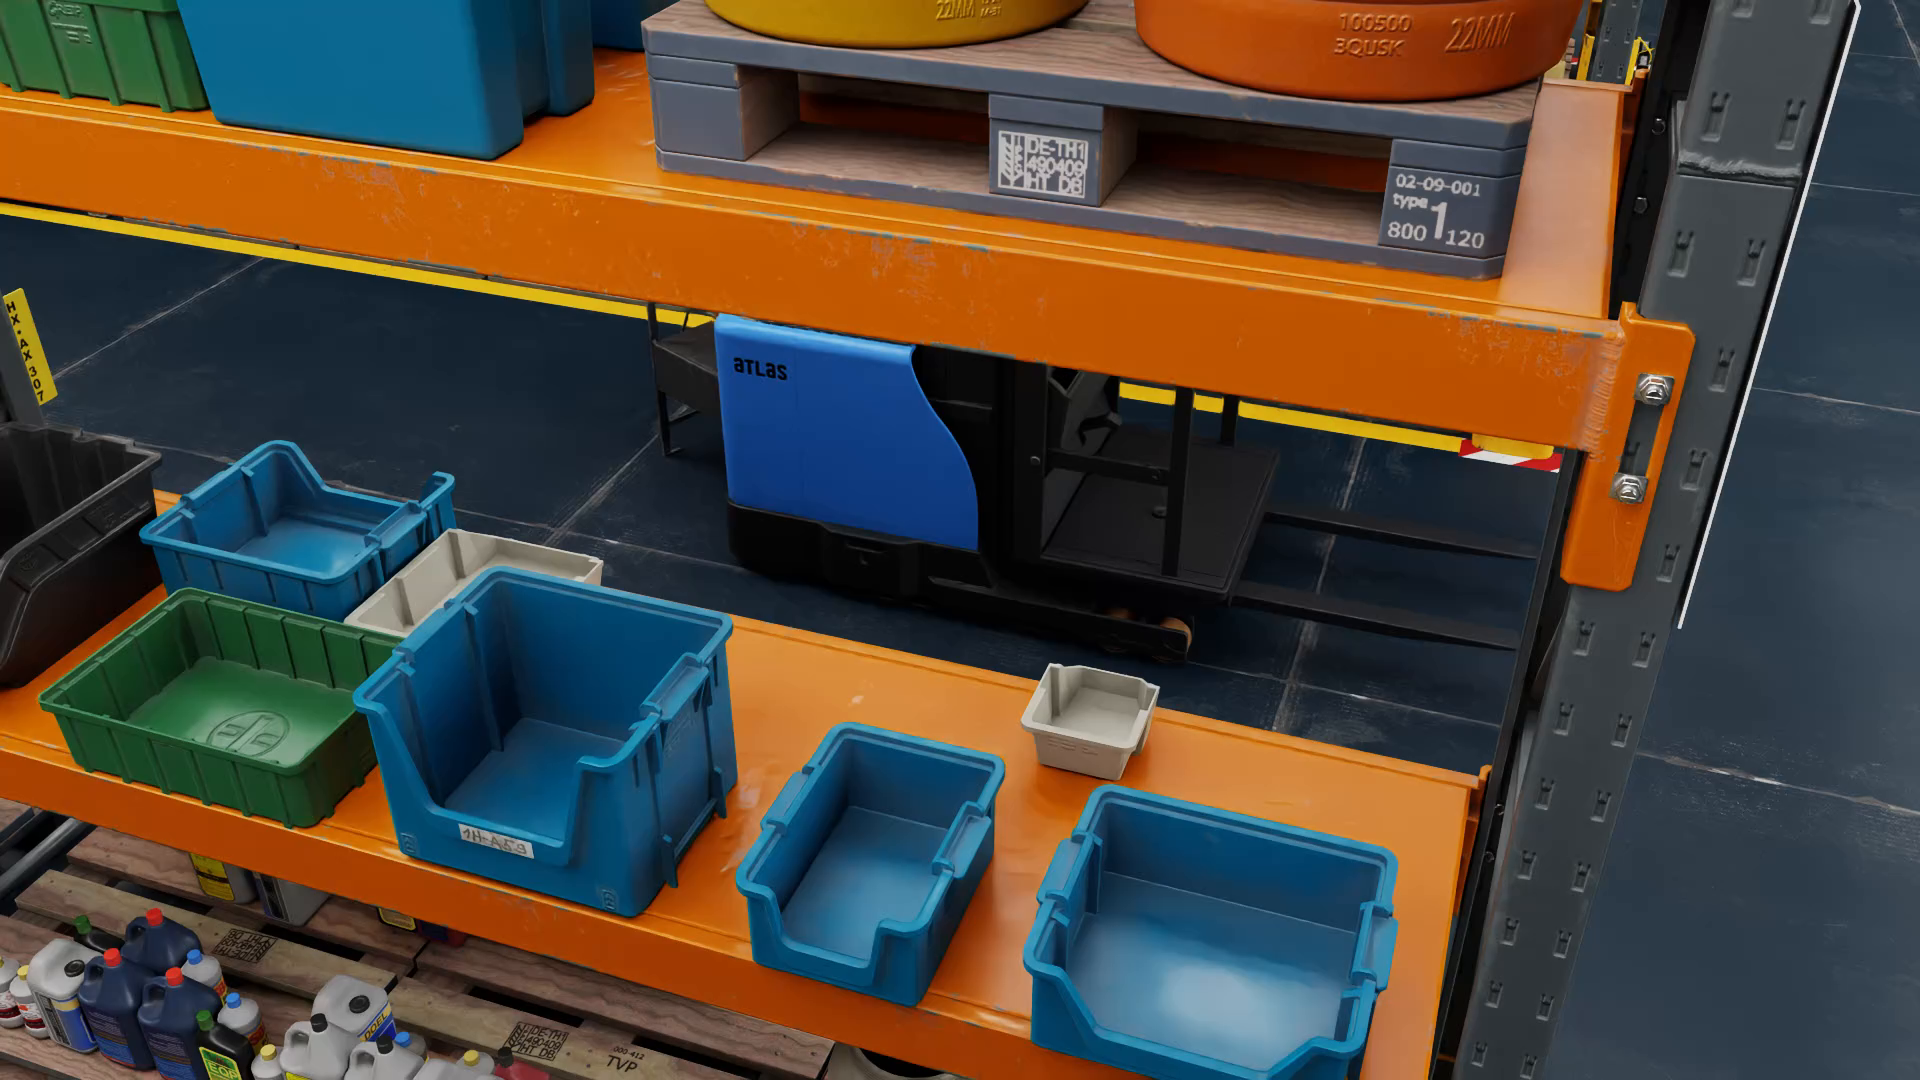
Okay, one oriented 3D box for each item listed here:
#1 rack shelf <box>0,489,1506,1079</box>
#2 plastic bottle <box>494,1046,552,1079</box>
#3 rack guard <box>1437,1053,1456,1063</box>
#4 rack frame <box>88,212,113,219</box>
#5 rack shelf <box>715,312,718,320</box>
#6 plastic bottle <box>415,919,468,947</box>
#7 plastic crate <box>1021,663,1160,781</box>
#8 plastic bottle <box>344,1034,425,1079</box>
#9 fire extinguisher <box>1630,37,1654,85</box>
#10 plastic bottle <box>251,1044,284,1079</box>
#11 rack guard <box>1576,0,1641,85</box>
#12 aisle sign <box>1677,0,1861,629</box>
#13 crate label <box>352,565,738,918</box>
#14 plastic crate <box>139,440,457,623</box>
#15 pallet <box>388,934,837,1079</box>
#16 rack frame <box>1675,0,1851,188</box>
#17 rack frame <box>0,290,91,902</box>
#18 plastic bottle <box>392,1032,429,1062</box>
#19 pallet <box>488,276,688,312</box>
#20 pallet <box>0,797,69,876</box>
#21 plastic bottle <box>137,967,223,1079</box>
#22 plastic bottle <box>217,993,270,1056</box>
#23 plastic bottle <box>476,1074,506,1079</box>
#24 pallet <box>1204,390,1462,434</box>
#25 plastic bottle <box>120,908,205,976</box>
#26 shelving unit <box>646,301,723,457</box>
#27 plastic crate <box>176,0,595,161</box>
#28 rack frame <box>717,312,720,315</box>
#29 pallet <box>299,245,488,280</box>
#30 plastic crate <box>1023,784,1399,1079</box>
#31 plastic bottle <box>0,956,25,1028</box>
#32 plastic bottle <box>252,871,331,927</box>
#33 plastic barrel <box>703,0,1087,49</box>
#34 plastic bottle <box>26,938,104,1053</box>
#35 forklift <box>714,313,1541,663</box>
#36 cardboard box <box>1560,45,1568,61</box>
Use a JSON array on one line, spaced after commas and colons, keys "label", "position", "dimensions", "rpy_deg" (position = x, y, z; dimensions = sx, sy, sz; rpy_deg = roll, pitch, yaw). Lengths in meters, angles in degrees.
[{"label": "rack shelf", "position": [-0.859, 0.546, 3.802], "dimensions": [4.000, 0.370, 1.077], "rpy_deg": [11, 34, 16]}, {"label": "plastic bottle", "position": [-1.046, 1.339, 4.009], "dimensions": [0.133, 0.283, 0.061], "rpy_deg": [11, 34, 16]}, {"label": "rack guard", "position": [0.936, 1.670, 3.703], "dimensions": [0.348, 0.500, 1.175], "rpy_deg": [11, 34, 16]}, {"label": "rack frame", "position": [-4.836, -3.383, 9.225], "dimensions": [0.127, 3.000, 1.000], "rpy_deg": [11, 34, 16]}, {"label": "rack shelf", "position": [-0.988, -1.220, 6.729], "dimensions": [0.480, 0.518, 0.431], "rpy_deg": [28, 42, 36]}, {"label": "plastic bottle", "position": [-1.437, 0.985, 4.557], "dimensions": [0.133, 0.283, 0.061], "rpy_deg": [11, 34, 16]}, {"label": "plastic crate", "position": [0.290, 0.392, 3.620], "dimensions": [0.250, 0.136, 0.298], "rpy_deg": [11, 34, 16]}, {"label": "plastic bottle", "position": [-1.369, 1.312, 3.989], "dimensions": [0.185, 0.351, 0.144], "rpy_deg": [12, 35, 18]}, {"label": "fire extinguisher", "position": [2.647, -1.631, 6.581], "dimensions": [0.183, 0.674, 0.296], "rpy_deg": [11, 34, 16]}, {"label": "plastic bottle", "position": [-1.686, 1.326, 4.104], "dimensions": [0.097, 0.201, 0.097], "rpy_deg": [0, 33, 0]}, {"label": "rack guard", "position": [4.486, -3.379, 11.522], "dimensions": [0.348, 0.500, 1.175], "rpy_deg": [11, 34, 16]}, {"label": "aisle sign", "position": [0.991, -0.318, 2.080], "dimensions": [0.004, 0.787, 0.394], "rpy_deg": [11, 34, 16]}, {"label": "crate label", "position": [-0.800, 0.396, 3.338], "dimensions": [0.616, 0.435, 0.502], "rpy_deg": [11, 34, 16]}, {"label": "plastic crate", "position": [-1.608, 0.004, 4.115], "dimensions": [0.616, 0.251, 0.499], "rpy_deg": [11, 34, 16]}, {"label": "pallet", "position": [-0.971, 1.416, 4.363], "dimensions": [1.213, 0.211, 1.003], "rpy_deg": [11, 34, 16]}, {"label": "rack frame", "position": [1.024, -1.911, 1.413], "dimensions": [0.127, 3.000, 1.000], "rpy_deg": [11, 34, 16]}, {"label": "rack frame", "position": [-2.742, -0.122, 4.174], "dimensions": [0.127, 3.000, 1.000], "rpy_deg": [11, 34, 16]}, {"label": "plastic bottle", "position": [-1.370, 1.305, 4.138], "dimensions": [0.097, 0.201, 0.097], "rpy_deg": [0, 33, 0]}, {"label": "pallet", "position": [-1.804, -1.622, 9.067], "dimensions": [1.213, 0.211, 1.003], "rpy_deg": [11, 34, 16]}, {"label": "pallet", "position": [-3.494, 0.925, 5.122], "dimensions": [1.213, 0.211, 1.003], "rpy_deg": [11, 34, 16]}, {"label": "plastic bottle", "position": [-1.944, 1.200, 4.163], "dimensions": [0.185, 0.351, 0.144], "rpy_deg": [10, 34, 14]}, {"label": "plastic bottle", "position": [-1.793, 1.241, 4.172], "dimensions": [0.097, 0.271, 0.097], "rpy_deg": [0, 33, 0]}, {"label": "plastic bottle", "position": [-1.081, 1.397, 3.927], "dimensions": [0.135, 0.276, 0.152], "rpy_deg": [11, 35, 17]}, {"label": "pallet", "position": [1.870, -0.928, 7.993], "dimensions": [1.213, 0.211, 1.003], "rpy_deg": [11, 34, 16]}, {"label": "plastic bottle", "position": [-2.073, 1.092, 4.330], "dimensions": [0.185, 0.351, 0.144], "rpy_deg": [11, 34, 16]}, {"label": "shelving unit", "position": [-0.988, -1.232, 6.722], "dimensions": [0.503, 2.100, 0.431], "rpy_deg": [28, 42, 36]}, {"label": "plastic crate", "position": [-0.873, -0.839, 2.533], "dimensions": [0.575, 0.384, 0.392], "rpy_deg": [11, 34, 16]}, {"label": "rack frame", "position": [-0.815, -1.139, 6.578], "dimensions": [0.015, 2.100, 0.400], "rpy_deg": [28, 42, 36]}, {"label": "pallet", "position": [-2.957, -1.844, 9.411], "dimensions": [1.213, 0.211, 1.003], "rpy_deg": [11, 34, 16]}, {"label": "plastic crate", "position": [0.451, 0.733, 2.986], "dimensions": [0.616, 0.251, 0.499], "rpy_deg": [11, 34, 16]}, {"label": "plastic bottle", "position": [-2.494, 1.169, 4.348], "dimensions": [0.097, 0.201, 0.097], "rpy_deg": [0, 33, 0]}, {"label": "plastic bottle", "position": [-1.884, 0.923, 4.660], "dimensions": [0.135, 0.276, 0.152], "rpy_deg": [11, 34, 16]}, {"label": "plastic barrel", "position": [-0.092, -1.050, 2.284], "dimensions": [0.600, 0.588, 0.600], "rpy_deg": [0, 33, 0]}, {"label": "plastic bottle", "position": [-2.276, 1.165, 4.286], "dimensions": [0.135, 0.276, 0.152], "rpy_deg": [12, 35, 18]}, {"label": "forklift", "position": [0.660, -1.108, 5.765], "dimensions": [3.031, 2.935, 1.130], "rpy_deg": [11, 34, 16]}, {"label": "cardboard box", "position": [3.802, -3.808, 11.454], "dimensions": [0.875, 0.875, 0.875], "rpy_deg": [11, 35, 17]}]
